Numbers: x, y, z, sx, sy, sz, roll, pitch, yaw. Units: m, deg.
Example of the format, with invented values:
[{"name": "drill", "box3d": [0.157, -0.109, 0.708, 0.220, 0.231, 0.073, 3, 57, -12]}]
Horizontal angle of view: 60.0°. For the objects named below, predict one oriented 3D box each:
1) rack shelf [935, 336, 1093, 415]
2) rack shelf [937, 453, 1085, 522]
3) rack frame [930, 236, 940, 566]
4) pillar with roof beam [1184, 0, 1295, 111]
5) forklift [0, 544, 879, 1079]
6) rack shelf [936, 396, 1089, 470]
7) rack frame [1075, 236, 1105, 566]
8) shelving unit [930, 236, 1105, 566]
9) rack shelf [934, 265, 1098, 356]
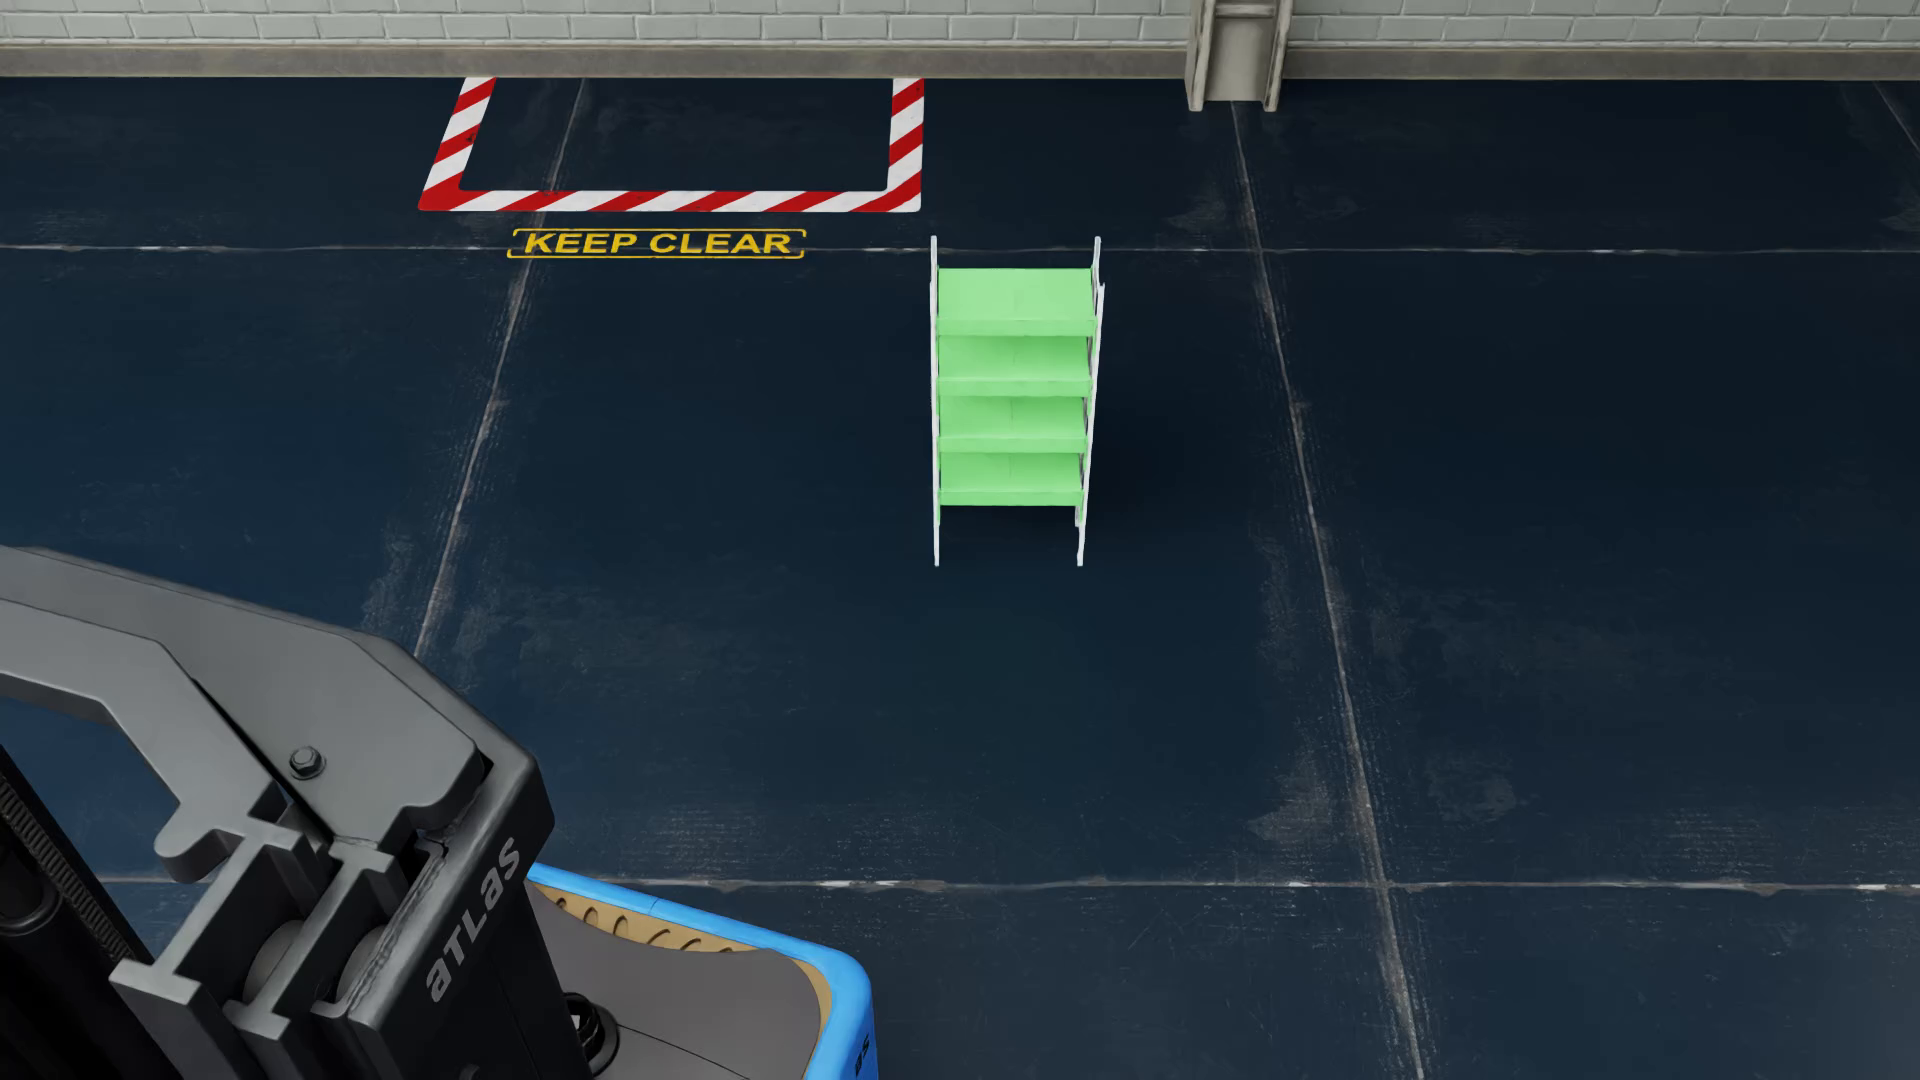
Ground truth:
[{"name": "rack shelf", "box3d": [0.166, -0.528, 5.181, 0.480, 0.148, 0.258, 0, 47, 0]}, {"name": "rack shelf", "box3d": [0.166, -0.201, 5.533, 0.480, 0.148, 0.258, 0, 47, 0]}, {"name": "rack frame", "box3d": [-0.078, -0.409, 5.311, 0.015, 1.200, 0.240, 0, 47, 0]}, {"name": "pillar with roof beam", "box3d": [1.229, -1.979, 1.444, 0.400, 9.000, 9.100, 0, 47, 0]}, {"name": "forklift", "box3d": [-1.101, 1.534, 2.320, 1.130, 2.935, 3.031, 13, 48, 12]}, {"name": "rack shelf", "box3d": [0.166, -0.365, 5.357, 0.480, 0.148, 0.258, 0, 47, 0]}, {"name": "rack frame", "box3d": [0.410, -0.408, 5.310, 0.015, 1.200, 0.240, 0, 47, 0]}, {"name": "shelving unit", "box3d": [0.166, -0.408, 5.310, 0.503, 1.200, 0.258, 0, 47, 0]}, {"name": "rack shelf", "box3d": [0.166, -0.692, 5.006, 0.480, 0.148, 0.258, 0, 47, 0]}]
